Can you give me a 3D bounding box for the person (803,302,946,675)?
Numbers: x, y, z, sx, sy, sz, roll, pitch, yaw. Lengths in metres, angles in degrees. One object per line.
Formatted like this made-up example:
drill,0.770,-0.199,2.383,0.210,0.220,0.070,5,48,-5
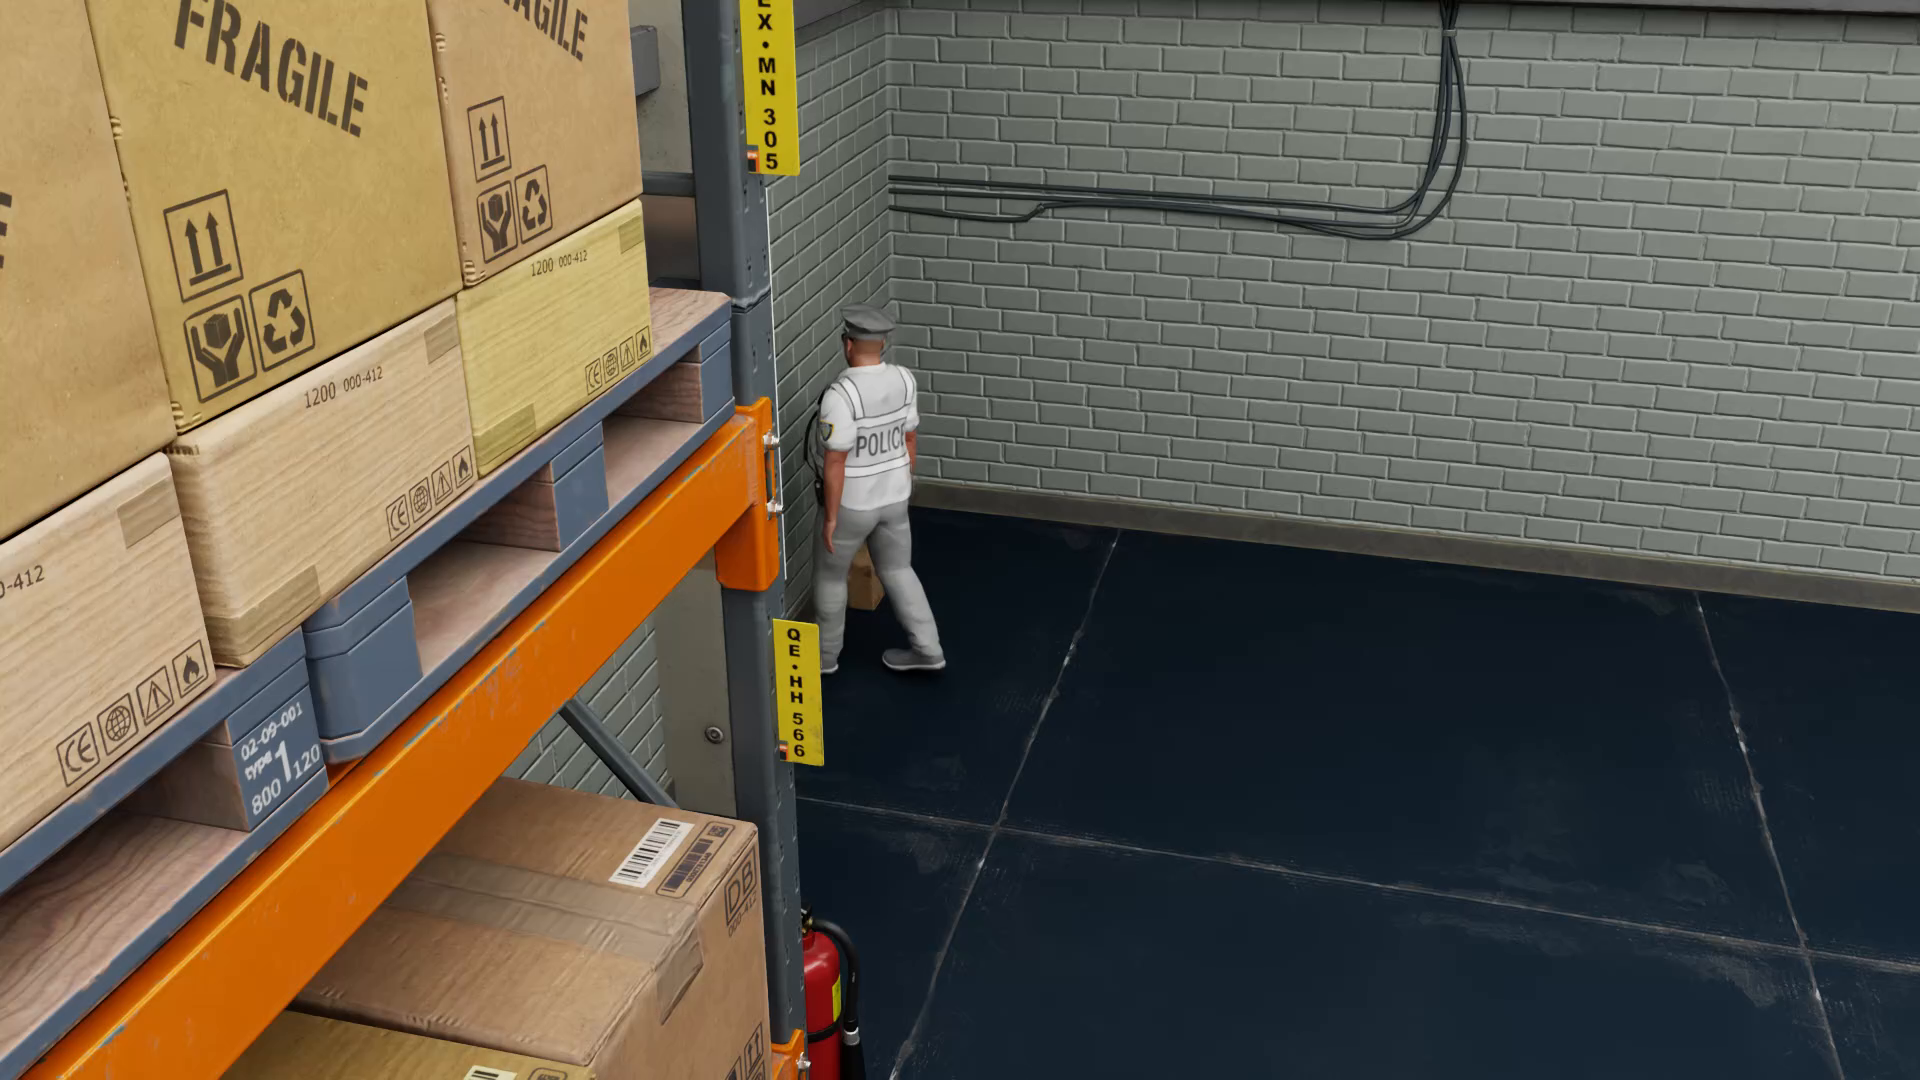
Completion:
person,-0.442,-0.200,7.507,0.563,1.734,0.708,-21,32,-38
